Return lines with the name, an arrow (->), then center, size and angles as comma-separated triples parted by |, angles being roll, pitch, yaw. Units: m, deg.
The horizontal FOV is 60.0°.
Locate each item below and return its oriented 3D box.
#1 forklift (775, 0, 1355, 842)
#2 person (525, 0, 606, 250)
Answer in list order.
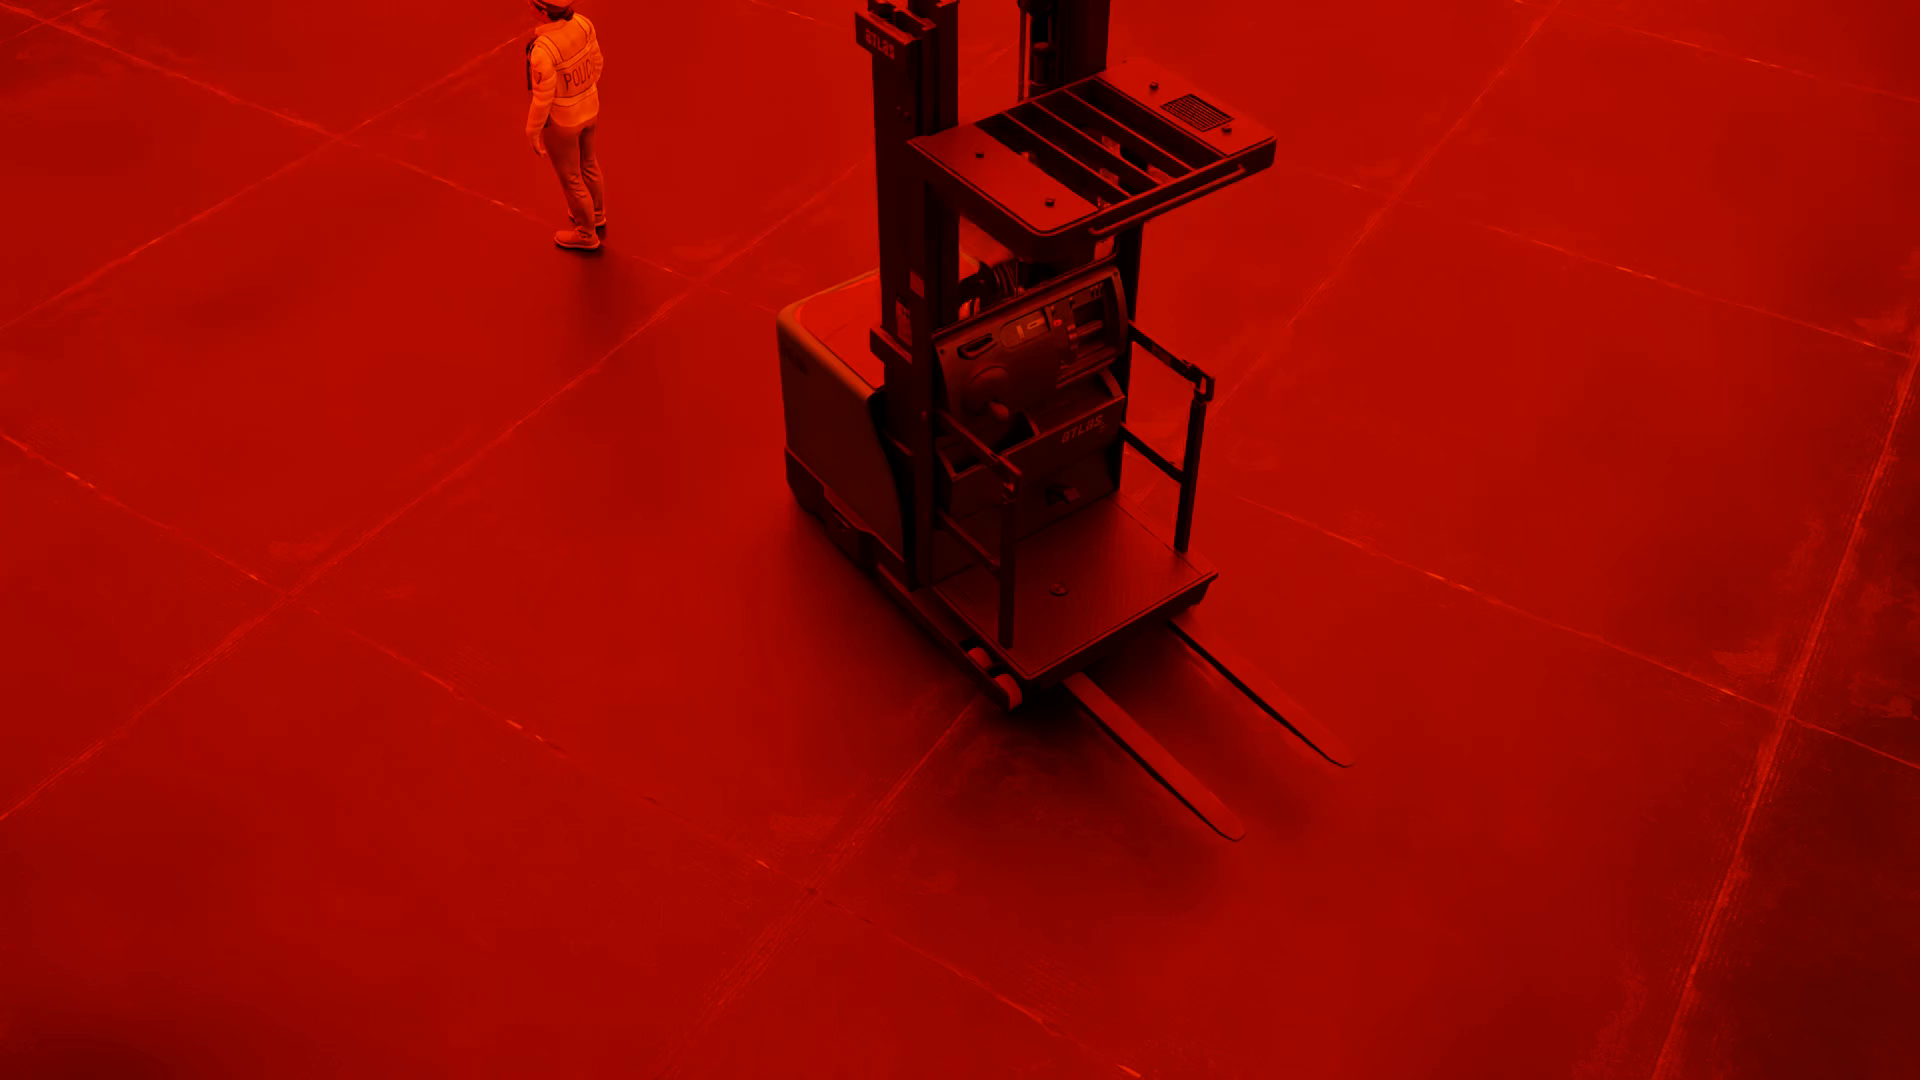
forklift -> 0.428, -0.709, 6.596 | 1.130, 2.935, 3.031 | -27, 50, -26
person -> -2.233, -2.371, 9.238 | 0.531, 1.695, 0.587 | 20, 47, 20
